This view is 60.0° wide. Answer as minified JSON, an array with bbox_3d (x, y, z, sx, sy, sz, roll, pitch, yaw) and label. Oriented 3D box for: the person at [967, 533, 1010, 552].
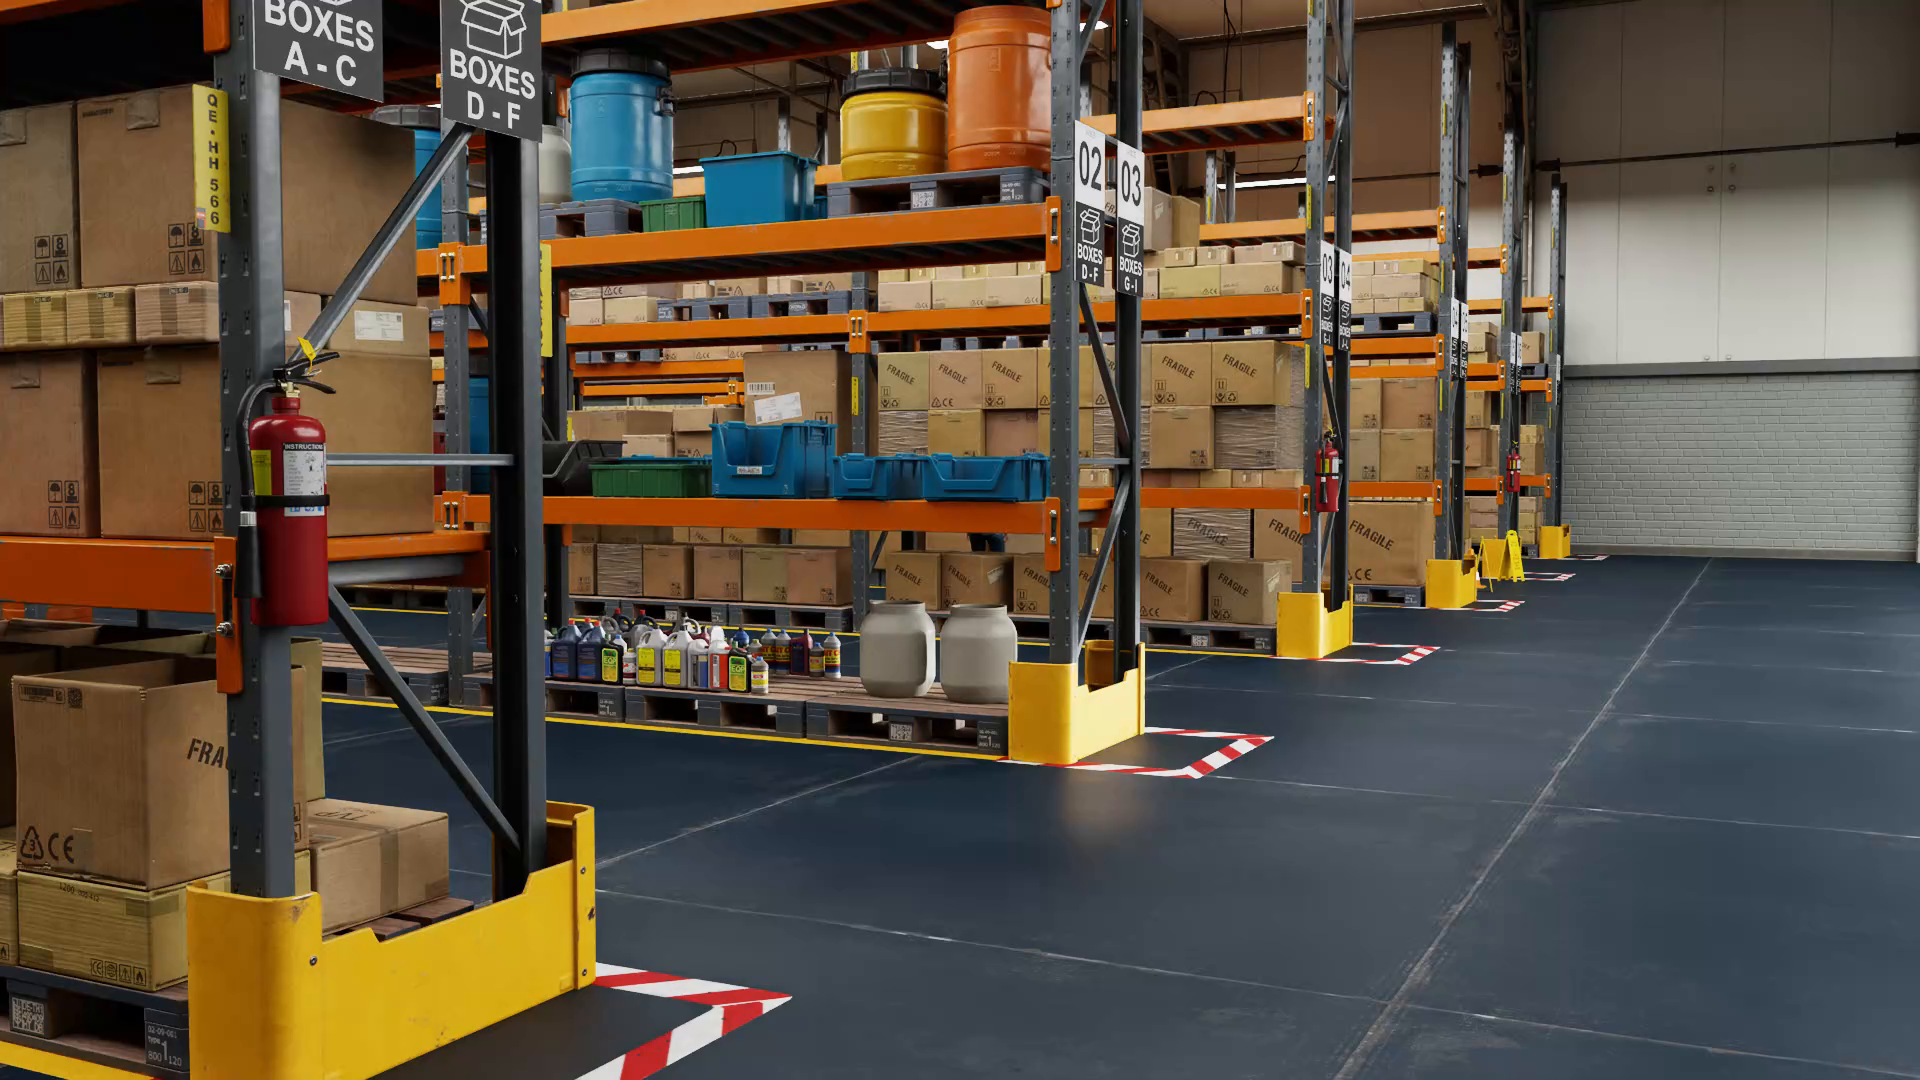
[{"bbox_3d":[0.278,-0.080,16.893,0.480,1.593,0.344,1,3,24],"label":"person"}]
